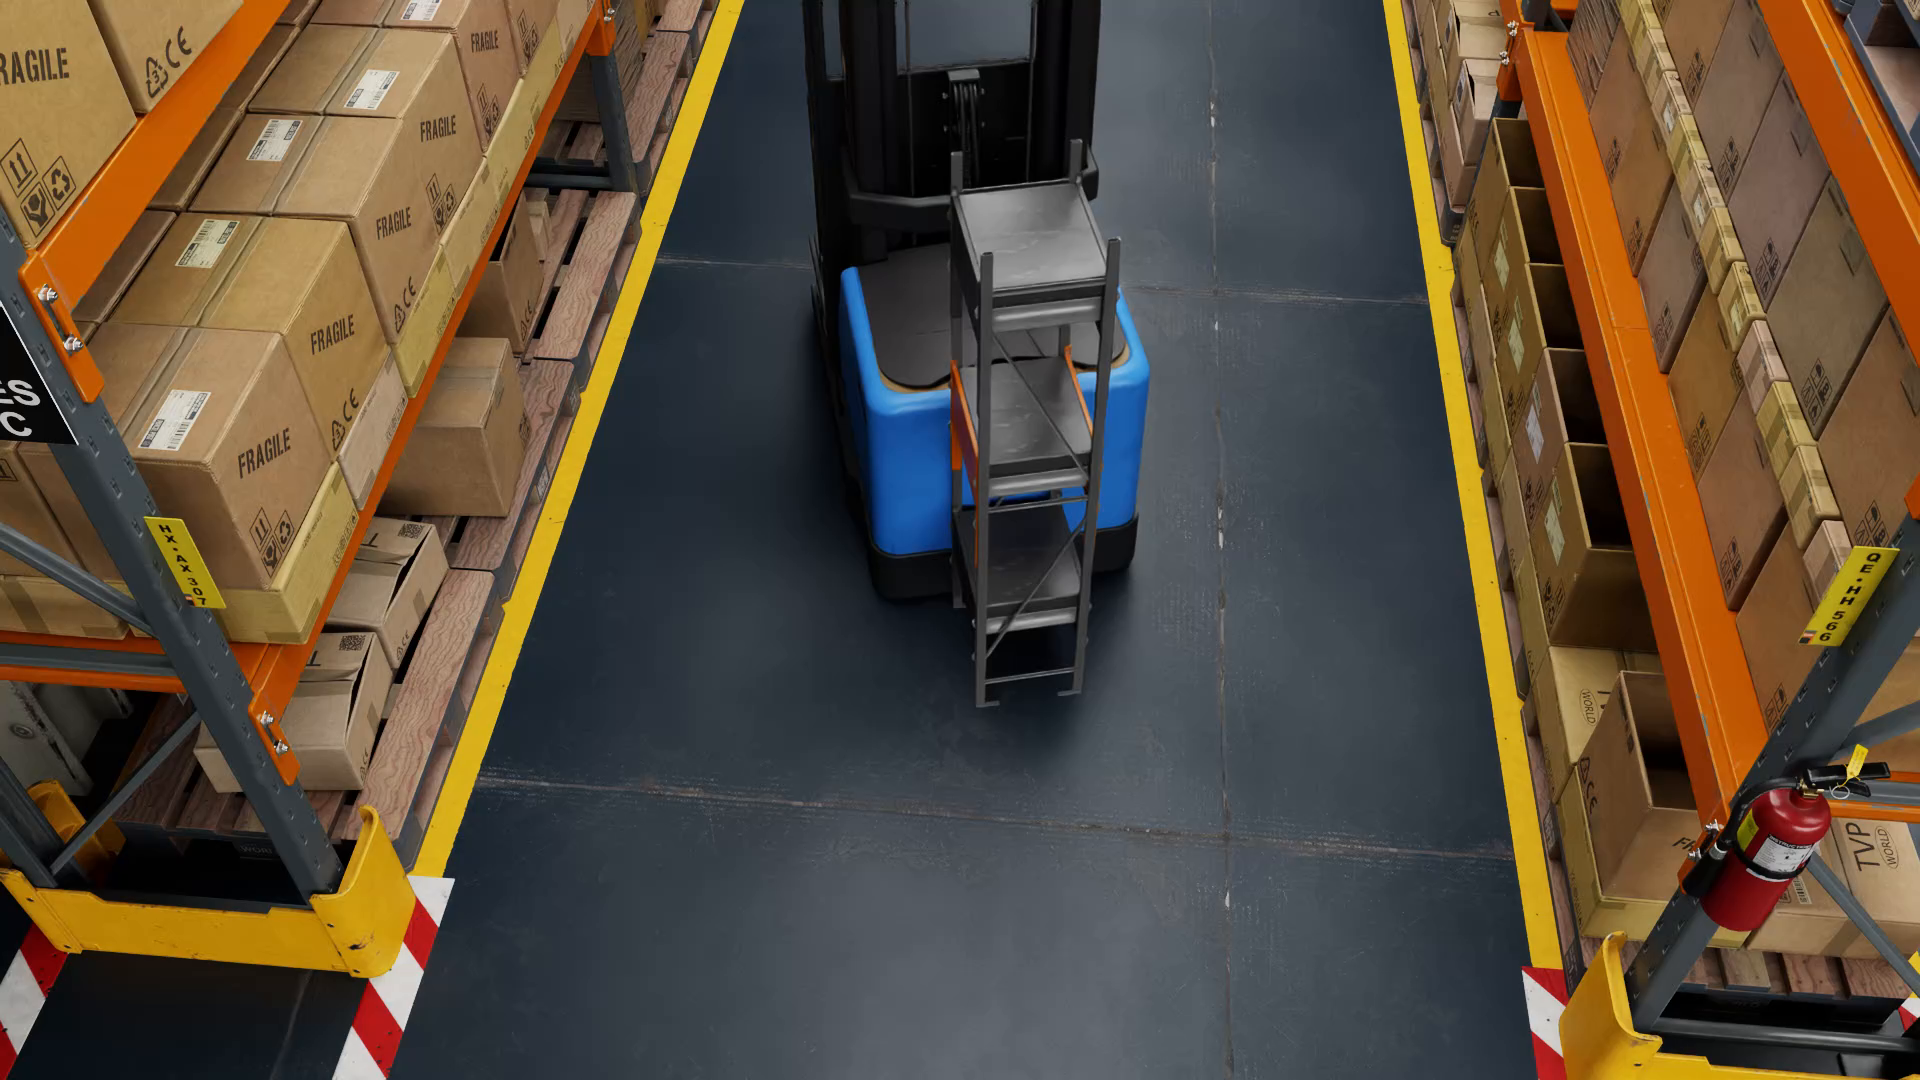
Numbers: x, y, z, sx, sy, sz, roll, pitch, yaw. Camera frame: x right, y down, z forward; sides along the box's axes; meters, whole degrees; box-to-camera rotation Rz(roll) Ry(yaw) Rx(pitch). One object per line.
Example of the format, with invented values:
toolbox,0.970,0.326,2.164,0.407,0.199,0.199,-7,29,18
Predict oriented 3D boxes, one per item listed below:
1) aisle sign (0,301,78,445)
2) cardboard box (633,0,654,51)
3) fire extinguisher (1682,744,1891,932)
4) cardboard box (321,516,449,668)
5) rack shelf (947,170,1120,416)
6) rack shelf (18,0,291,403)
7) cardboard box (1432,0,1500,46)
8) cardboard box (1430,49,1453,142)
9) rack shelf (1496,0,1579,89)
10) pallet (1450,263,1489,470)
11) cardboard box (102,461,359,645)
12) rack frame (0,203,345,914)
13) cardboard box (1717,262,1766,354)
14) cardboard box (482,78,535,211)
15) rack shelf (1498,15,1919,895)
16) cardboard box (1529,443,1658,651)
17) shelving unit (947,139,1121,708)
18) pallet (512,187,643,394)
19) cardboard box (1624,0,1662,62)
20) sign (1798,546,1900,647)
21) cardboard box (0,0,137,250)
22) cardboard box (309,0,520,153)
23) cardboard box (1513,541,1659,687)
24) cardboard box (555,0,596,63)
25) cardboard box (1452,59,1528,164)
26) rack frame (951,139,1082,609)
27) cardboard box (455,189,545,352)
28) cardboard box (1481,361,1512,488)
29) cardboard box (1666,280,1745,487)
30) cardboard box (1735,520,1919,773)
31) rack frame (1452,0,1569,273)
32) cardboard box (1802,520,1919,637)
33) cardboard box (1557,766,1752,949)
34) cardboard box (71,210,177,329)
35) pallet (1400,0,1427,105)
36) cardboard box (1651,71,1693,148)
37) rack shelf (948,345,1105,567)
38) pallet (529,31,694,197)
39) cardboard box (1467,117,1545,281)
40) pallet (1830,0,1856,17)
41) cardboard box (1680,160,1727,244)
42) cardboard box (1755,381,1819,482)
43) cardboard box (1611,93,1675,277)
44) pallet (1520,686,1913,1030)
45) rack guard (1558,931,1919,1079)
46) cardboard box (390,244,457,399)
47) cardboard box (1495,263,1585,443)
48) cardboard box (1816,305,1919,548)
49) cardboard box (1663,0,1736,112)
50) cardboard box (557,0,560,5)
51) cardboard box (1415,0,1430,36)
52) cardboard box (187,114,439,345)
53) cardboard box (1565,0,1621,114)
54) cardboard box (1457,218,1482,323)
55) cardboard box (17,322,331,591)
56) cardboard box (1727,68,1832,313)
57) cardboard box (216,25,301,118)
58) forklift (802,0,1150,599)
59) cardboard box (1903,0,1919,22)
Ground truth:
aisle sign,-2.149,-0.490,3.404,0.394,0.787,0.004,4,48,4
cardboard box,-2.029,-2.855,8.724,0.700,0.500,0.500,3,48,3
fire extinguisher,2.019,0.726,4.105,0.296,0.674,0.183,4,48,4
cardboard box,-2.236,0.152,6.102,0.500,0.311,0.500,7,48,7
rack shelf,0.213,-0.754,5.087,0.431,0.518,0.480,-7,48,-7
rack shelf,-2.259,-1.925,4.933,1.077,0.370,4.000,4,48,4
cardboard box,2.697,-2.764,8.444,0.500,0.311,0.500,4,48,3
cardboard box,2.654,-2.204,8.312,0.500,0.250,0.500,3,48,3
rack shelf,3.039,-3.522,8.426,1.077,0.370,4.000,4,48,4
pallet,2.743,-0.772,7.313,1.003,0.211,1.213,4,48,4
cardboard box,-2.080,0.021,4.786,0.500,0.250,0.500,3,48,2
rack frame,-2.441,0.314,4.430,1.000,3.000,0.127,4,48,4
cardboard box,2.432,-0.660,4.813,0.380,0.149,0.250,5,48,5
cardboard box,-1.902,-1.477,6.156,0.500,0.250,0.500,4,48,3
rack shelf,2.675,-0.582,5.737,1.077,0.370,4.000,4,48,4
cardboard box,2.322,0.028,5.762,0.500,0.500,0.500,4,48,4
shelving unit,0.213,-0.291,5.593,0.431,2.100,0.503,-7,48,-7
pallet,-2.102,-1.188,7.694,1.003,0.211,1.213,4,48,4
cardboard box,2.573,-1.796,5.852,0.380,0.149,0.250,3,48,3
sign,1.953,0.127,3.656,0.100,0.325,0.005,4,48,4
cardboard box,-2.161,-0.967,3.488,0.500,0.500,0.500,5,48,5
cardboard box,-1.908,-1.730,5.879,0.500,0.500,0.500,3,48,2
cardboard box,2.325,0.281,6.039,0.500,0.250,0.500,4,48,4
cardboard box,-1.818,-2.213,6.829,0.500,0.250,0.500,4,48,4
cardboard box,2.608,-2.015,7.759,0.500,0.311,0.500,4,48,4
rack frame,0.170,-0.468,5.755,0.400,2.100,0.015,-7,48,-7
cardboard box,-2.131,-1.165,7.178,0.500,0.500,0.500,1,48,1
cardboard box,2.411,-0.454,6.711,0.500,0.250,0.500,4,48,4
cardboard box,2.642,-0.482,5.090,0.700,0.500,0.500,4,48,4
cardboard box,2.548,0.269,4.404,0.700,0.500,0.500,4,48,4
rack frame,2.857,-2.295,6.816,1.000,3.000,0.127,4,48,4
cardboard box,2.338,0.098,4.120,0.380,0.149,0.250,3,48,3
cardboard box,2.247,1.017,5.366,0.500,0.250,0.500,4,48,4
cardboard box,-2.554,-0.625,4.869,0.500,0.500,0.500,4,48,4
pallet,2.994,-2.797,9.165,1.003,0.211,1.213,4,48,4
cardboard box,2.526,-1.416,5.505,0.380,0.149,0.250,3,48,2
rack shelf,0.213,-0.282,5.603,0.431,0.518,0.480,-7,48,-7
pallet,-2.007,-2.256,8.670,1.003,0.211,1.213,4,48,4
cardboard box,2.503,-1.442,7.106,0.500,0.500,0.500,4,48,4
pallet,2.691,-1.755,4.349,1.003,0.211,1.213,4,48,4
cardboard box,2.477,-1.042,5.162,0.380,0.149,0.250,3,48,3
cardboard box,2.383,-0.282,4.468,0.380,0.149,0.250,3,48,3
cardboard box,2.732,-1.245,5.789,0.700,0.500,0.500,5,48,4
pallet,2.520,1.021,5.673,1.003,0.211,1.213,4,48,4
rack guard,2.490,1.506,5.034,1.175,0.500,0.348,4,48,4
cardboard box,-1.995,-0.736,5.478,0.500,0.250,0.500,3,48,3
cardboard box,2.412,-0.707,6.434,0.500,0.500,0.500,4,48,4
cardboard box,2.553,-0.208,3.961,0.700,0.500,0.500,4,48,4
cardboard box,2.732,-1.700,5.326,0.700,0.500,0.500,4,48,4
cardboard box,-1.812,-2.466,6.553,0.500,0.500,0.500,4,48,3
cardboard box,2.748,-2.954,8.998,0.500,0.250,0.500,5,48,4
cardboard box,-1.990,-0.967,5.182,0.500,0.500,0.500,2,48,2
cardboard box,2.823,-2.002,6.480,0.700,0.500,0.500,3,48,3
cardboard box,2.513,-1.188,7.383,0.500,0.250,0.500,4,48,4
cardboard box,-2.098,-0.226,4.503,0.500,0.500,0.500,4,48,4
cardboard box,2.640,-0.965,4.653,0.700,0.500,0.500,4,48,4
cardboard box,-2.465,-1.375,5.555,0.500,0.500,0.500,4,48,4
forklift,-0.071,-1.868,6.473,1.130,2.935,3.031,-7,48,-7
cardboard box,2.335,-1.370,3.660,0.500,0.250,0.500,4,48,4
